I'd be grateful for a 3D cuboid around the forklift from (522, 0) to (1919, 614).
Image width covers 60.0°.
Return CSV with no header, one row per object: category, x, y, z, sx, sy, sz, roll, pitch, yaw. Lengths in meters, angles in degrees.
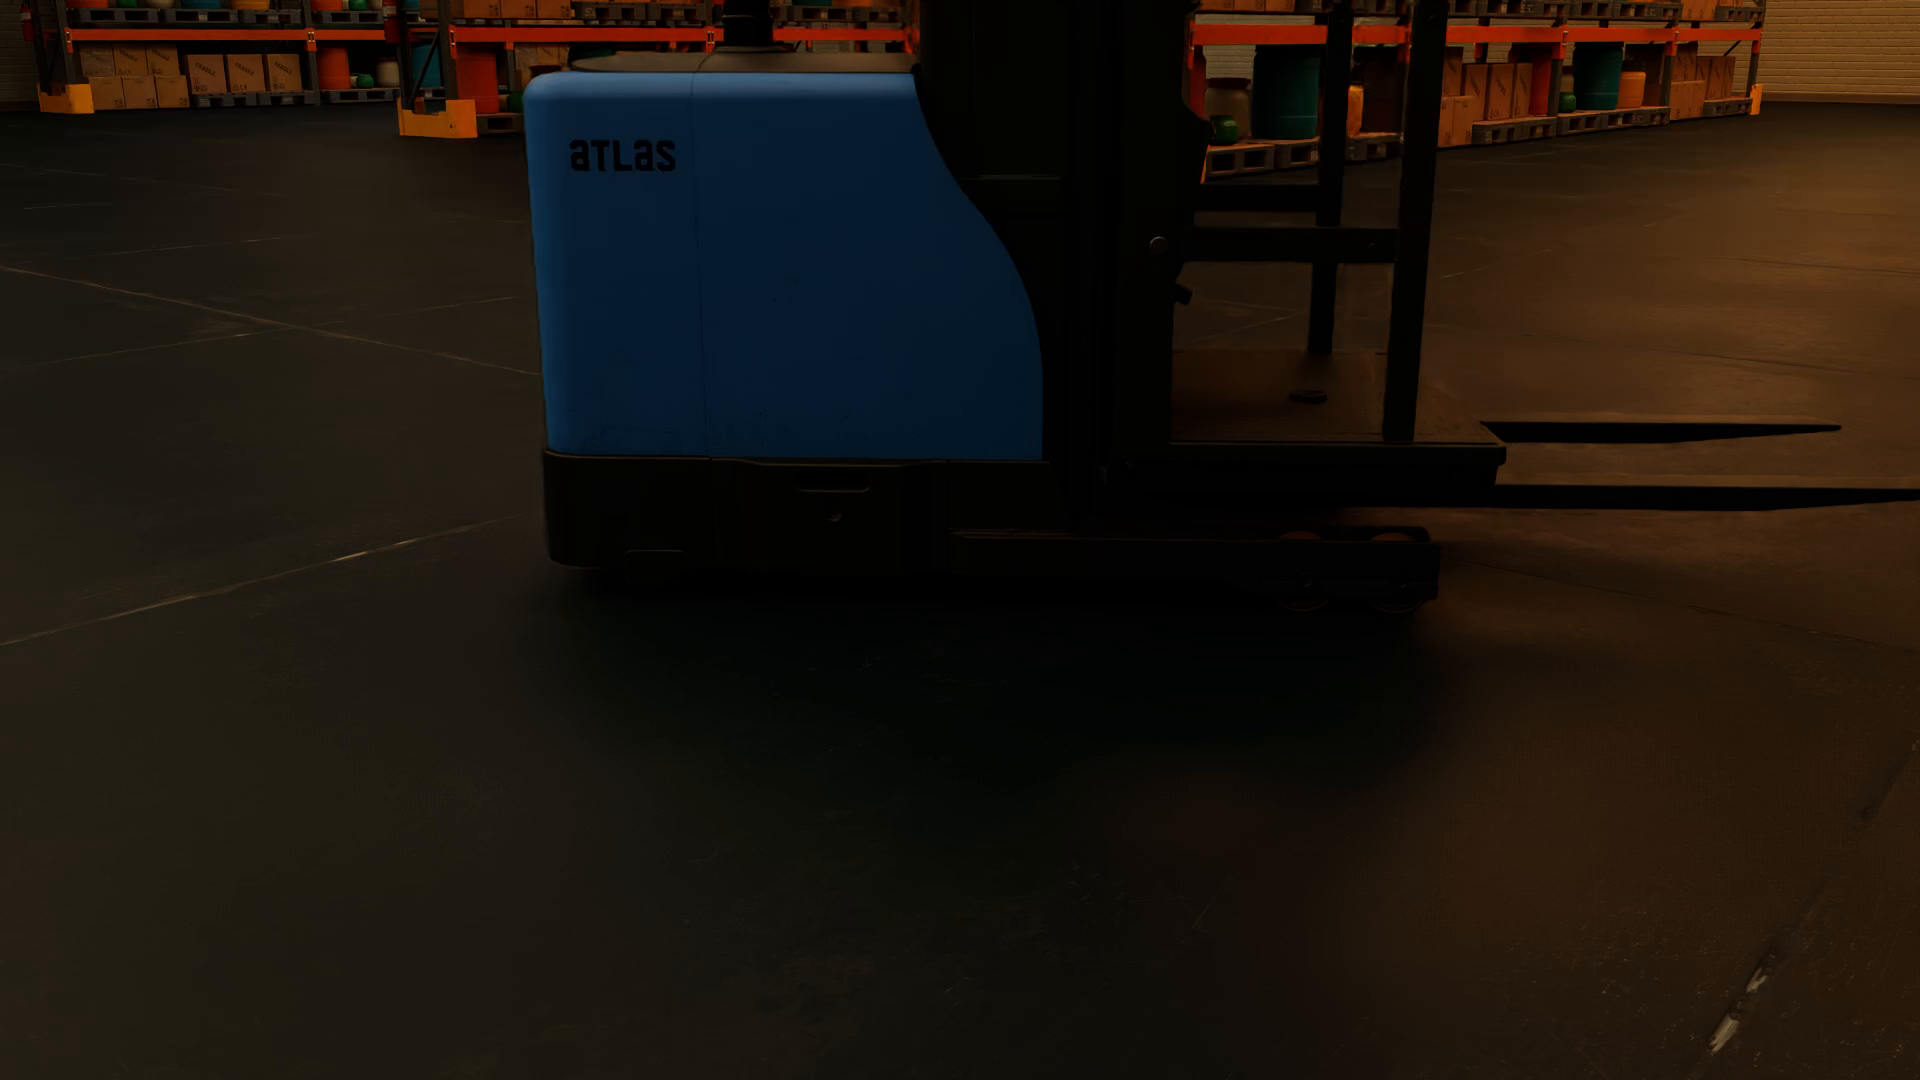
forklift,0.646,-1.409,3.536,3.031,2.935,1.130,1,17,3
